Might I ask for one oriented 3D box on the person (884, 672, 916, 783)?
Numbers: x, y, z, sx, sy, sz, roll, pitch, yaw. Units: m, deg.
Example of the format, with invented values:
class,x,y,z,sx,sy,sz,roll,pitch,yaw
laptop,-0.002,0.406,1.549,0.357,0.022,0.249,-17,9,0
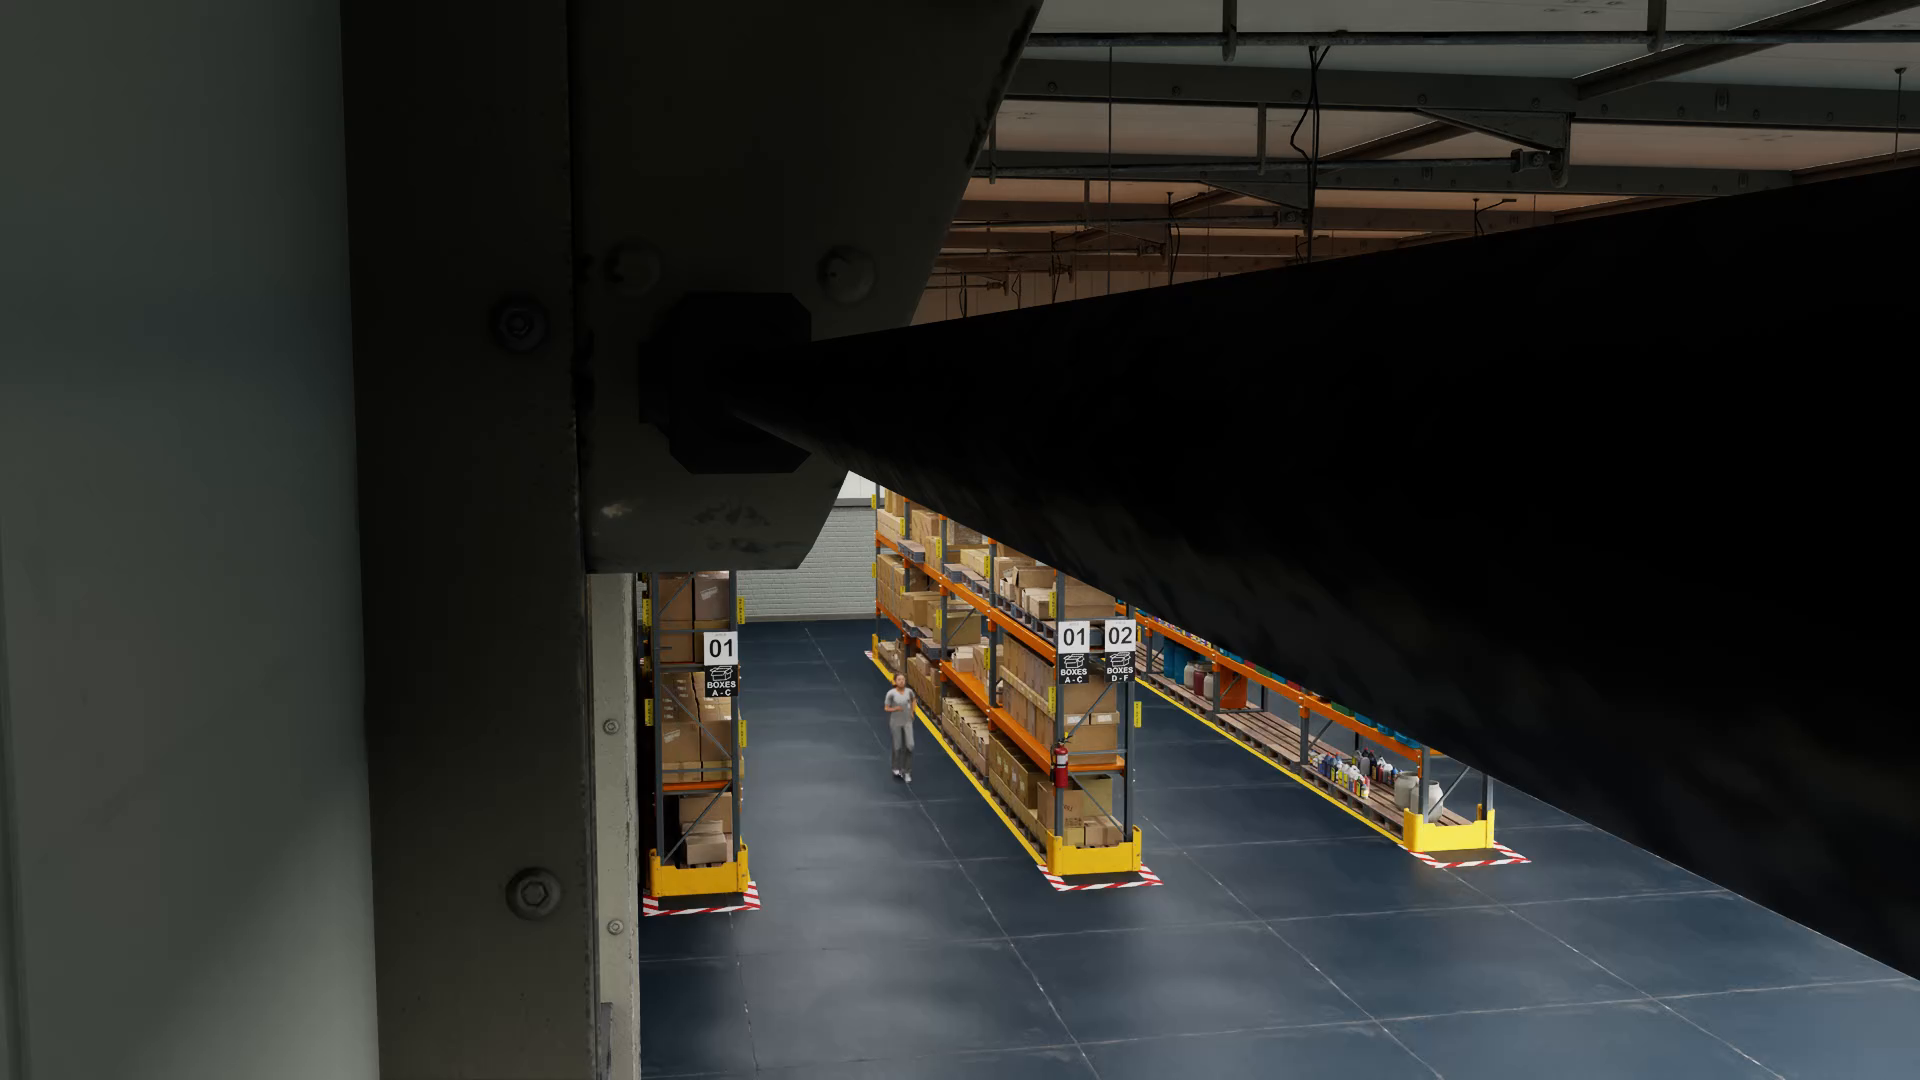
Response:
class,x,y,z,sx,sy,sz,roll,pitch,yaw
person,-0.903,2.876,25.608,0.544,1.705,0.691,-2,6,-14
